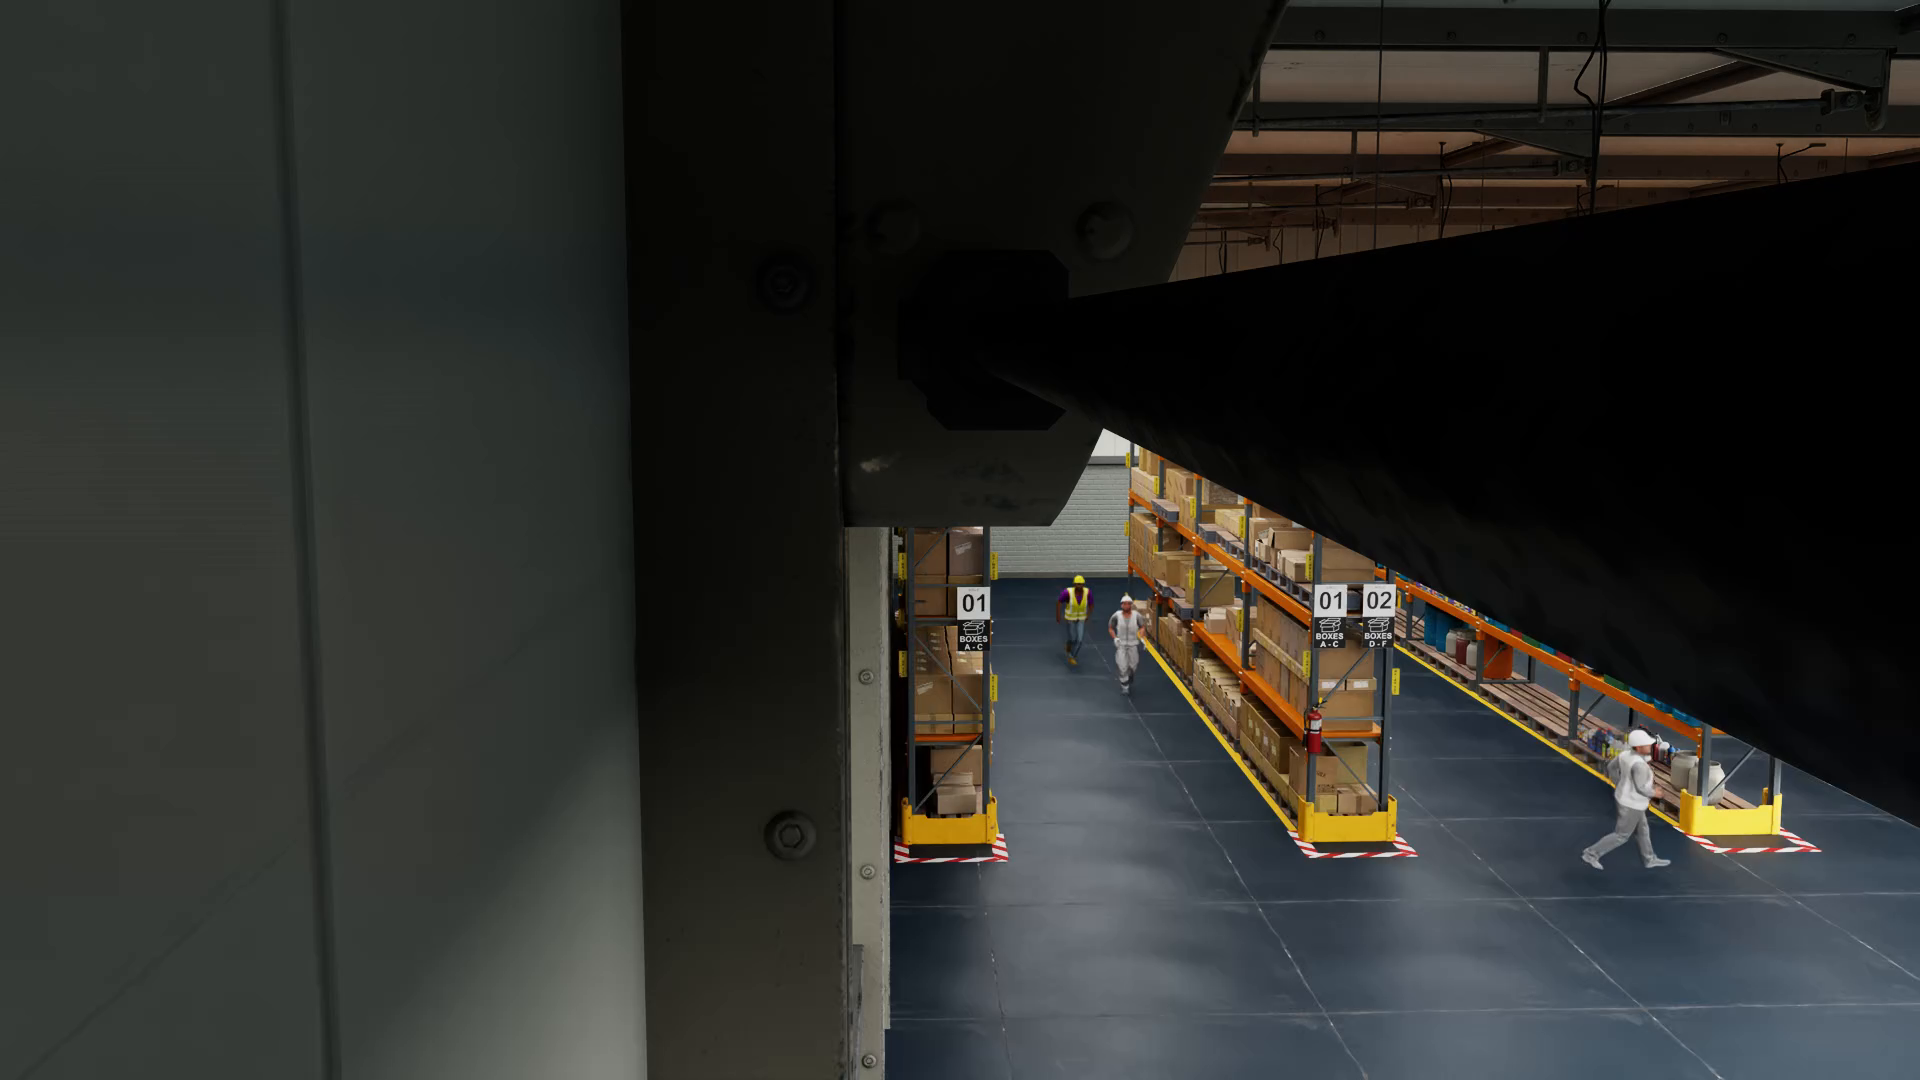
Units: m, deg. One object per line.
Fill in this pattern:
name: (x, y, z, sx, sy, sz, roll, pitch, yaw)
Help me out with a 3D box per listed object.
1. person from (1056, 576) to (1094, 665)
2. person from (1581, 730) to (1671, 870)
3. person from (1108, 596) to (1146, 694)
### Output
person: (2.177, 1.490, 31.324, 0.694, 1.694, 0.700, -2, 8, -15)
person: (7.707, 2.995, 19.036, 1.049, 1.710, 0.681, 1, 7, 7)
person: (2.883, 1.807, 28.706, 0.652, 1.727, 0.633, 0, 7, 1)
